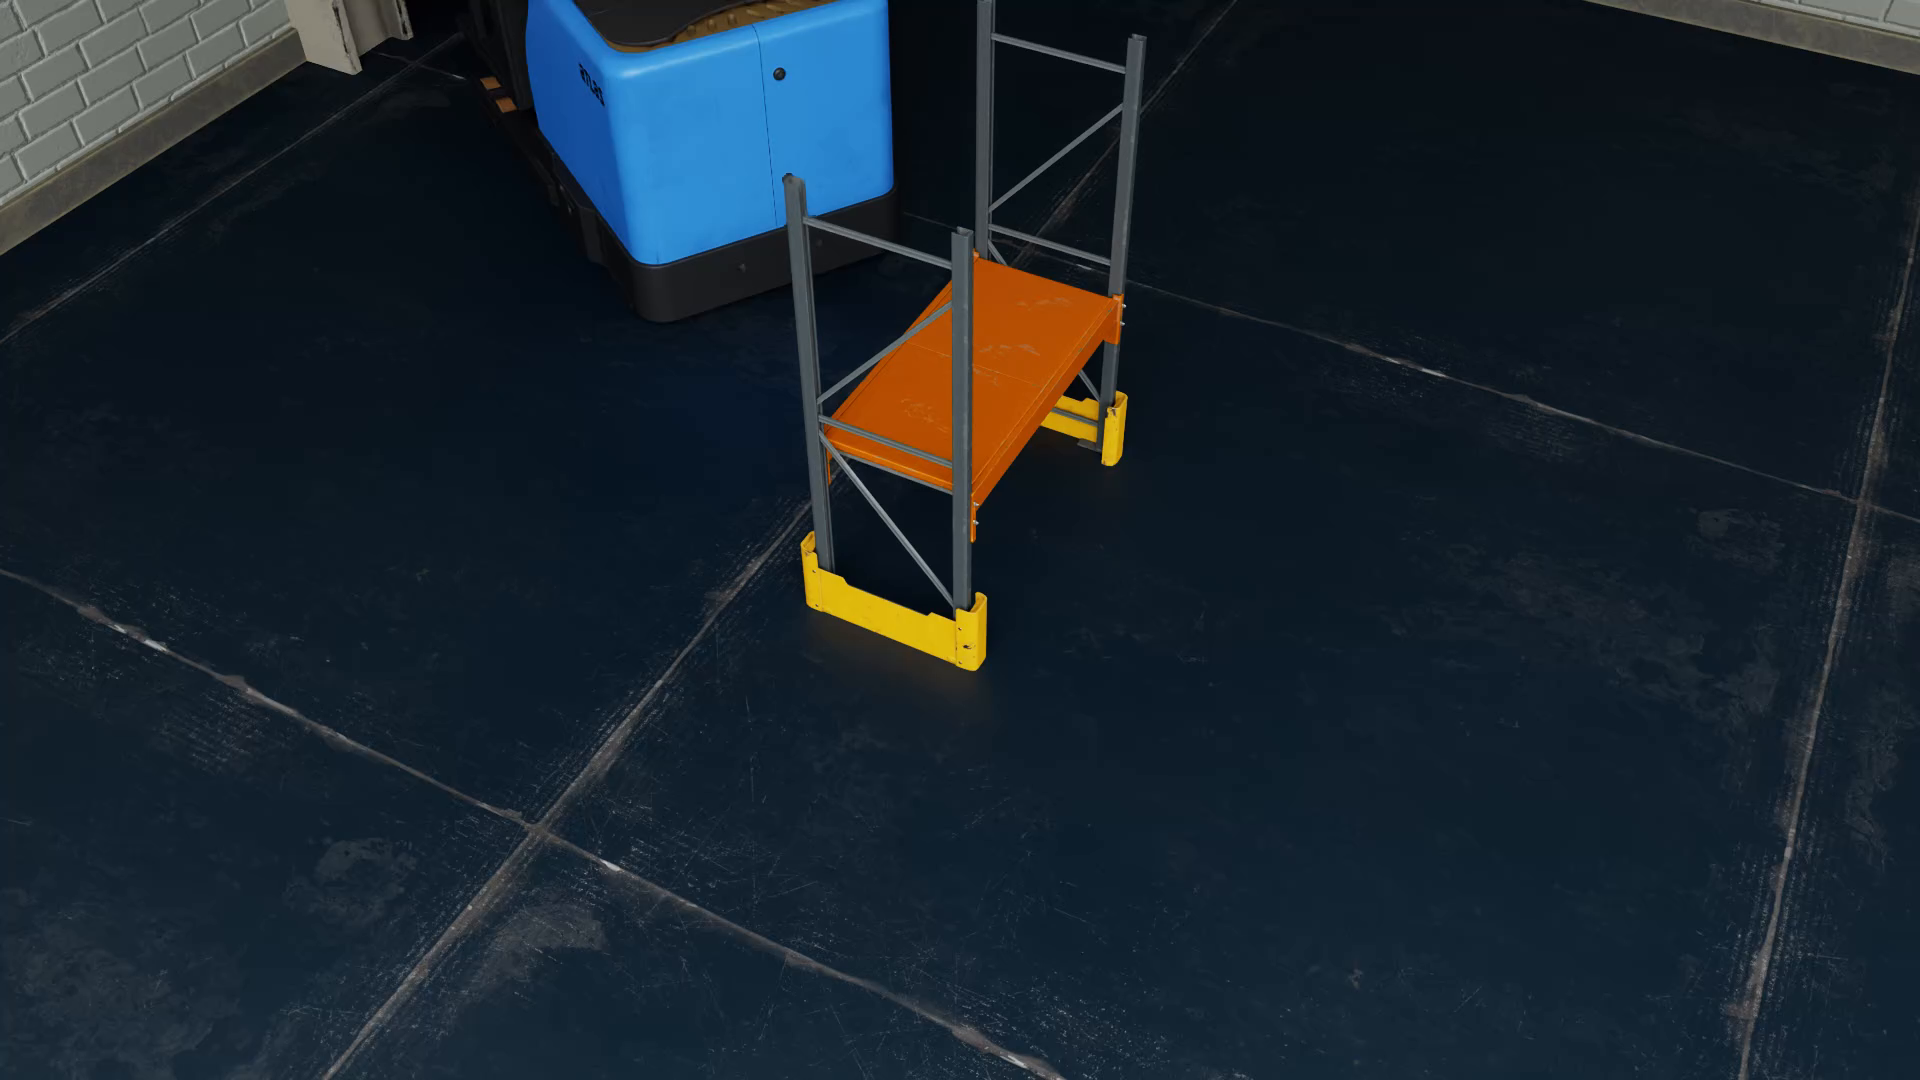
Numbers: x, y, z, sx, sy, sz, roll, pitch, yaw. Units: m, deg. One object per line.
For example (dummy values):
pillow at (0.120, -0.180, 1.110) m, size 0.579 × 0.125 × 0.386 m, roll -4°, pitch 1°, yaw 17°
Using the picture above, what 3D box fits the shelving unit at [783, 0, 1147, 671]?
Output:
shelving unit at (0.035, -0.575, 4.764) m, size 0.587 × 1.500 × 1.083 m, roll 20°, pitch 49°, yaw 19°

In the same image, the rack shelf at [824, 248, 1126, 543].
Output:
rack shelf at (0.040, -0.455, 4.898) m, size 0.538 × 0.185 × 1.000 m, roll 20°, pitch 49°, yaw 19°

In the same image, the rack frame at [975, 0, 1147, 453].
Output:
rack frame at (0.276, -0.901, 5.086) m, size 0.500 × 1.500 × 0.032 m, roll 20°, pitch 49°, yaw 19°

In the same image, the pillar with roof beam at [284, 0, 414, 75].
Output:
pillar with roof beam at (1.126, -3.946, 2.823) m, size 9.100 × 9.000 × 0.400 m, roll 20°, pitch 49°, yaw 19°

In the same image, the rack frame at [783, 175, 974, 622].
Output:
rack frame at (-0.196, -0.261, 4.453) m, size 0.500 × 1.500 × 0.032 m, roll 20°, pitch 49°, yaw 19°

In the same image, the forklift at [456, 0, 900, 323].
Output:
forklift at (-1.390, -2.845, 6.001) m, size 1.130 × 2.935 × 3.031 m, roll -22°, pitch 49°, yaw -20°

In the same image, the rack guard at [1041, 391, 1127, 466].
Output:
rack guard at (0.267, -0.450, 5.519) m, size 0.587 × 0.250 × 0.087 m, roll 20°, pitch 49°, yaw 19°

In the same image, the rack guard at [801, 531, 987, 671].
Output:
rack guard at (-0.196, 0.178, 4.898) m, size 0.587 × 0.250 × 0.087 m, roll 20°, pitch 49°, yaw 19°
